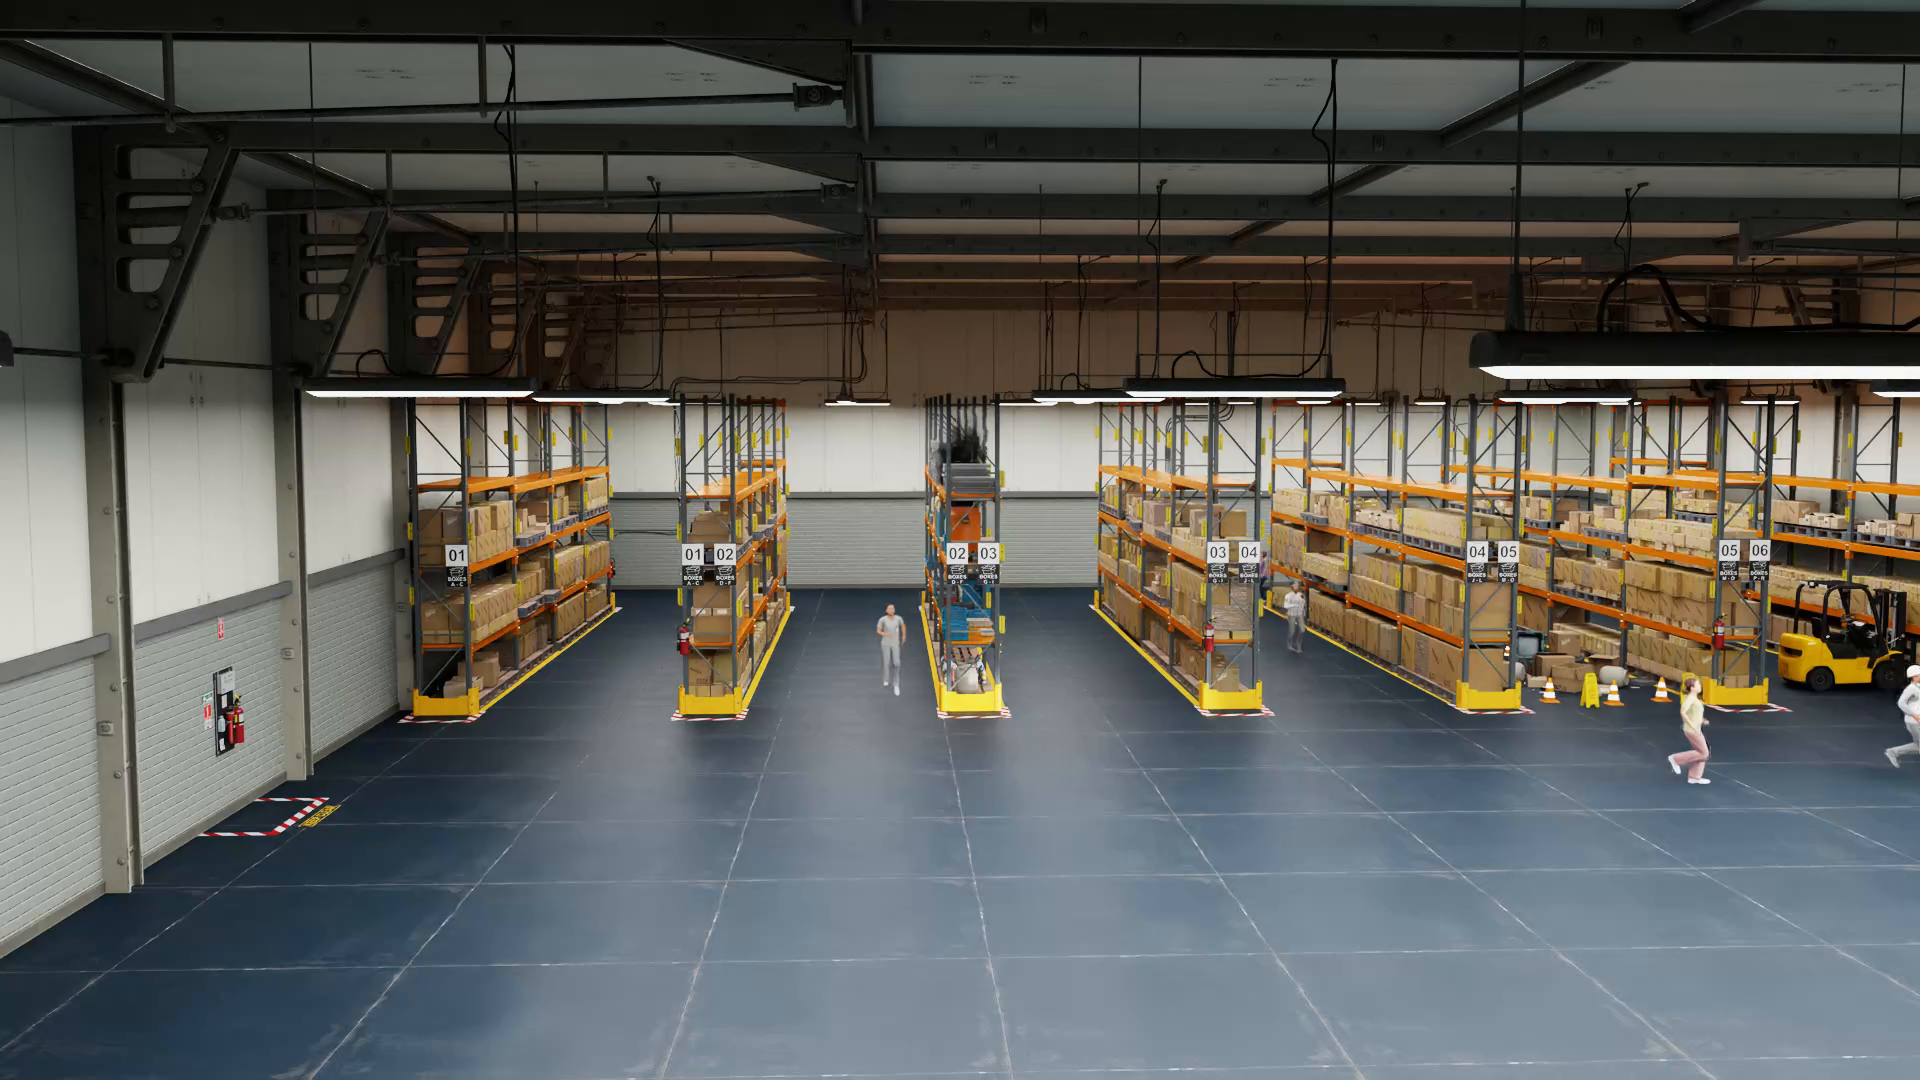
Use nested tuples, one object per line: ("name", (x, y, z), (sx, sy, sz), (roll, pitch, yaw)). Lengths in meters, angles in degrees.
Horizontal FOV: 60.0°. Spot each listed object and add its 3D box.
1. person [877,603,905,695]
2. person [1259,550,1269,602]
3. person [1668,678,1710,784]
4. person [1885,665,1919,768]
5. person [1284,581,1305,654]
("person", (-1.325, 2.093, 32.116), (0.585, 1.784, 0.708), (-1, 5, -13))
("person", (8.939, 1.091, 49.050), (0.491, 1.546, 0.579), (0, 5, -1))
("person", (11.153, 2.909, 25.403), (0.598, 1.626, 0.596), (2, 5, 23))
("person", (14.806, 2.816, 25.762), (0.868, 1.745, 0.669), (4, 6, 43))
("person", (7.857, 1.809, 38.902), (0.592, 1.734, 0.684), (-1, 5, -9))
